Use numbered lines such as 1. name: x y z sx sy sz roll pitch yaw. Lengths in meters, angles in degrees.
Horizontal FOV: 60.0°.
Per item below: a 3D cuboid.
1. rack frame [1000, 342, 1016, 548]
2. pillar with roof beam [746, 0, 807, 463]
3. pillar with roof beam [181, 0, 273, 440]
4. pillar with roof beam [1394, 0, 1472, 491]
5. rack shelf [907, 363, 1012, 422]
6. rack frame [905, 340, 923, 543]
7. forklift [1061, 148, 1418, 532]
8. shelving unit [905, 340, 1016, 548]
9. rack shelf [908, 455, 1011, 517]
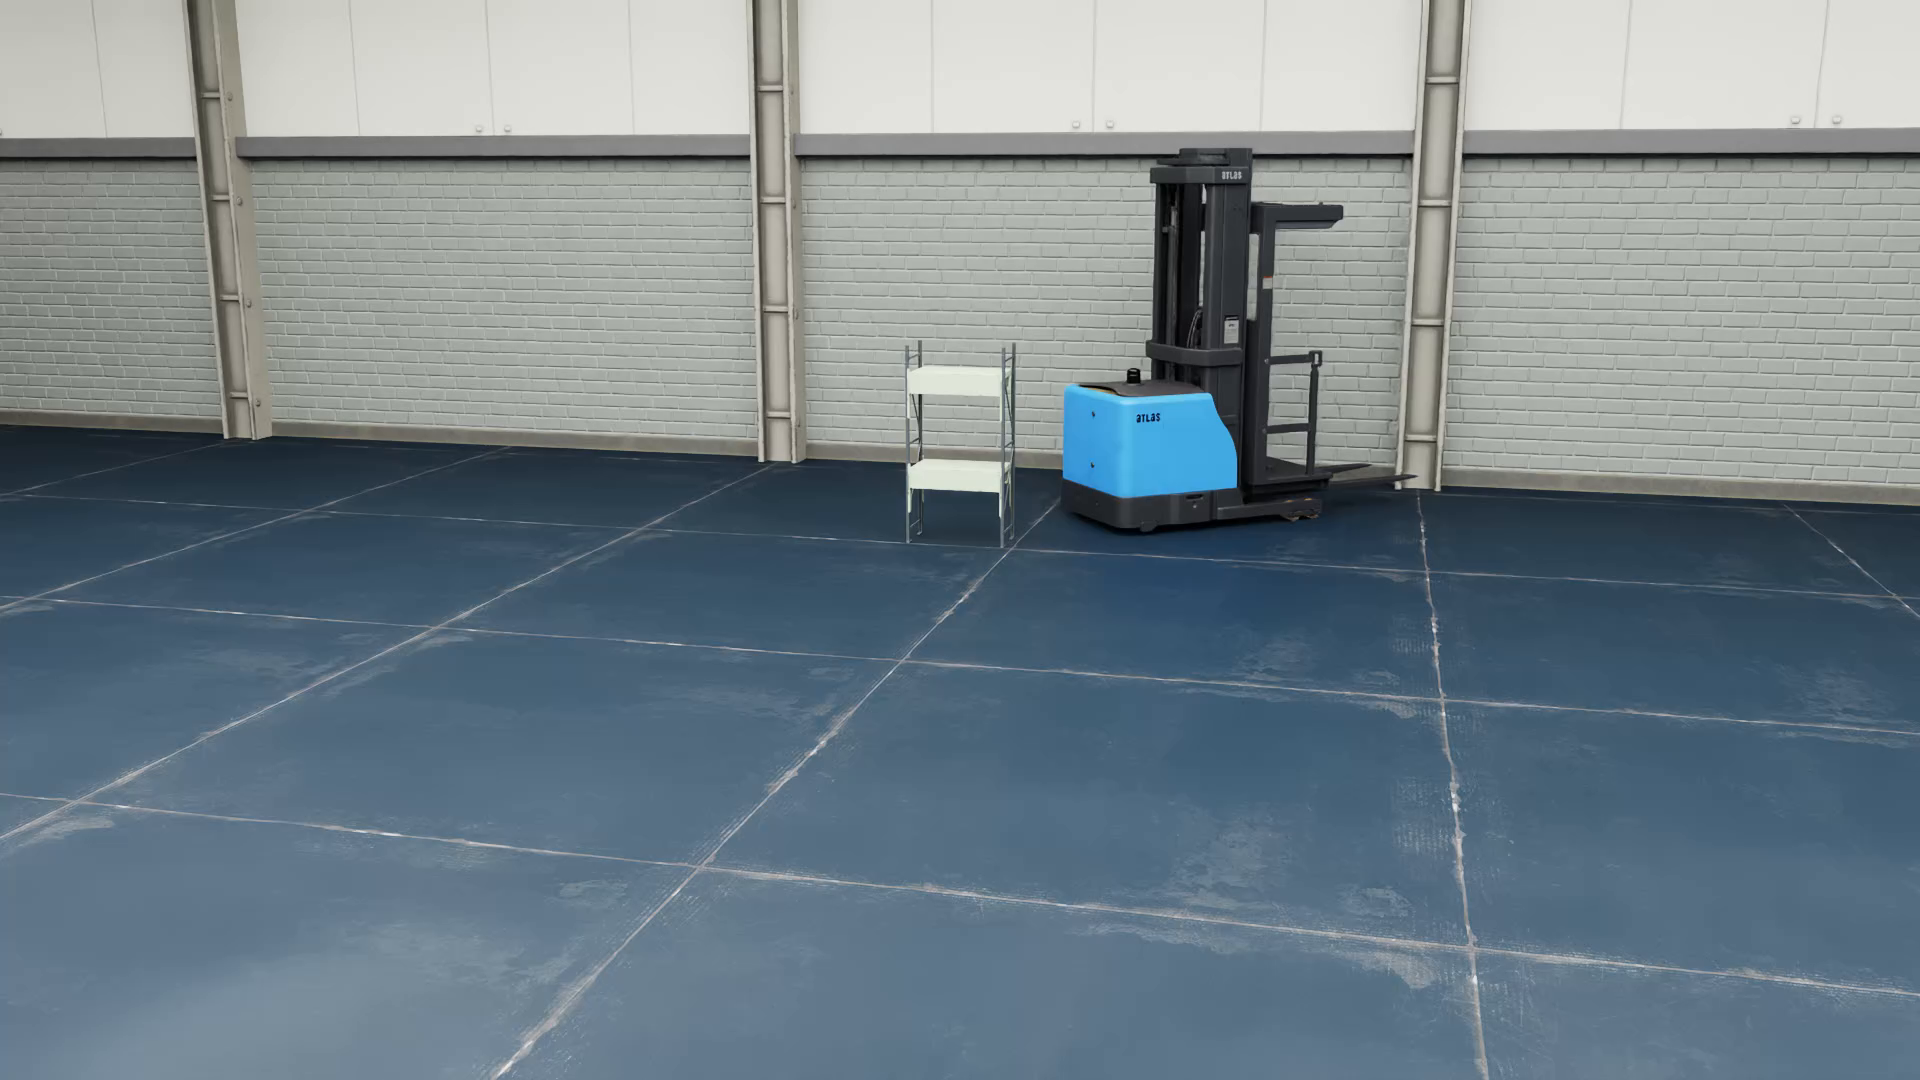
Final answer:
1. rack frame: 0.362 -0.713 12.484 0.023 1.500 0.400 3 13 14
2. pillar with roof beam: -2.766 -4.275 11.225 0.400 9.000 9.100 3 13 14
3. pillar with roof beam: -8.591 -4.586 12.628 0.400 9.000 9.100 3 13 14
4. pillar with roof beam: 3.059 -3.963 9.821 0.400 9.000 9.100 3 13 14
5. rack shelf: 0.006 -1.113 12.485 0.720 0.370 0.431 3 13 14
6. rack frame: -0.349 -0.751 12.655 0.023 1.500 0.400 3 13 14
7. forklift: 2.386 -1.684 13.555 3.031 2.935 1.130 -6 14 -24
8. shelving unit: 0.006 -0.732 12.570 0.755 1.500 0.431 3 13 14
9. rack shelf: 0.006 -0.414 12.640 0.720 0.370 0.431 3 13 14
